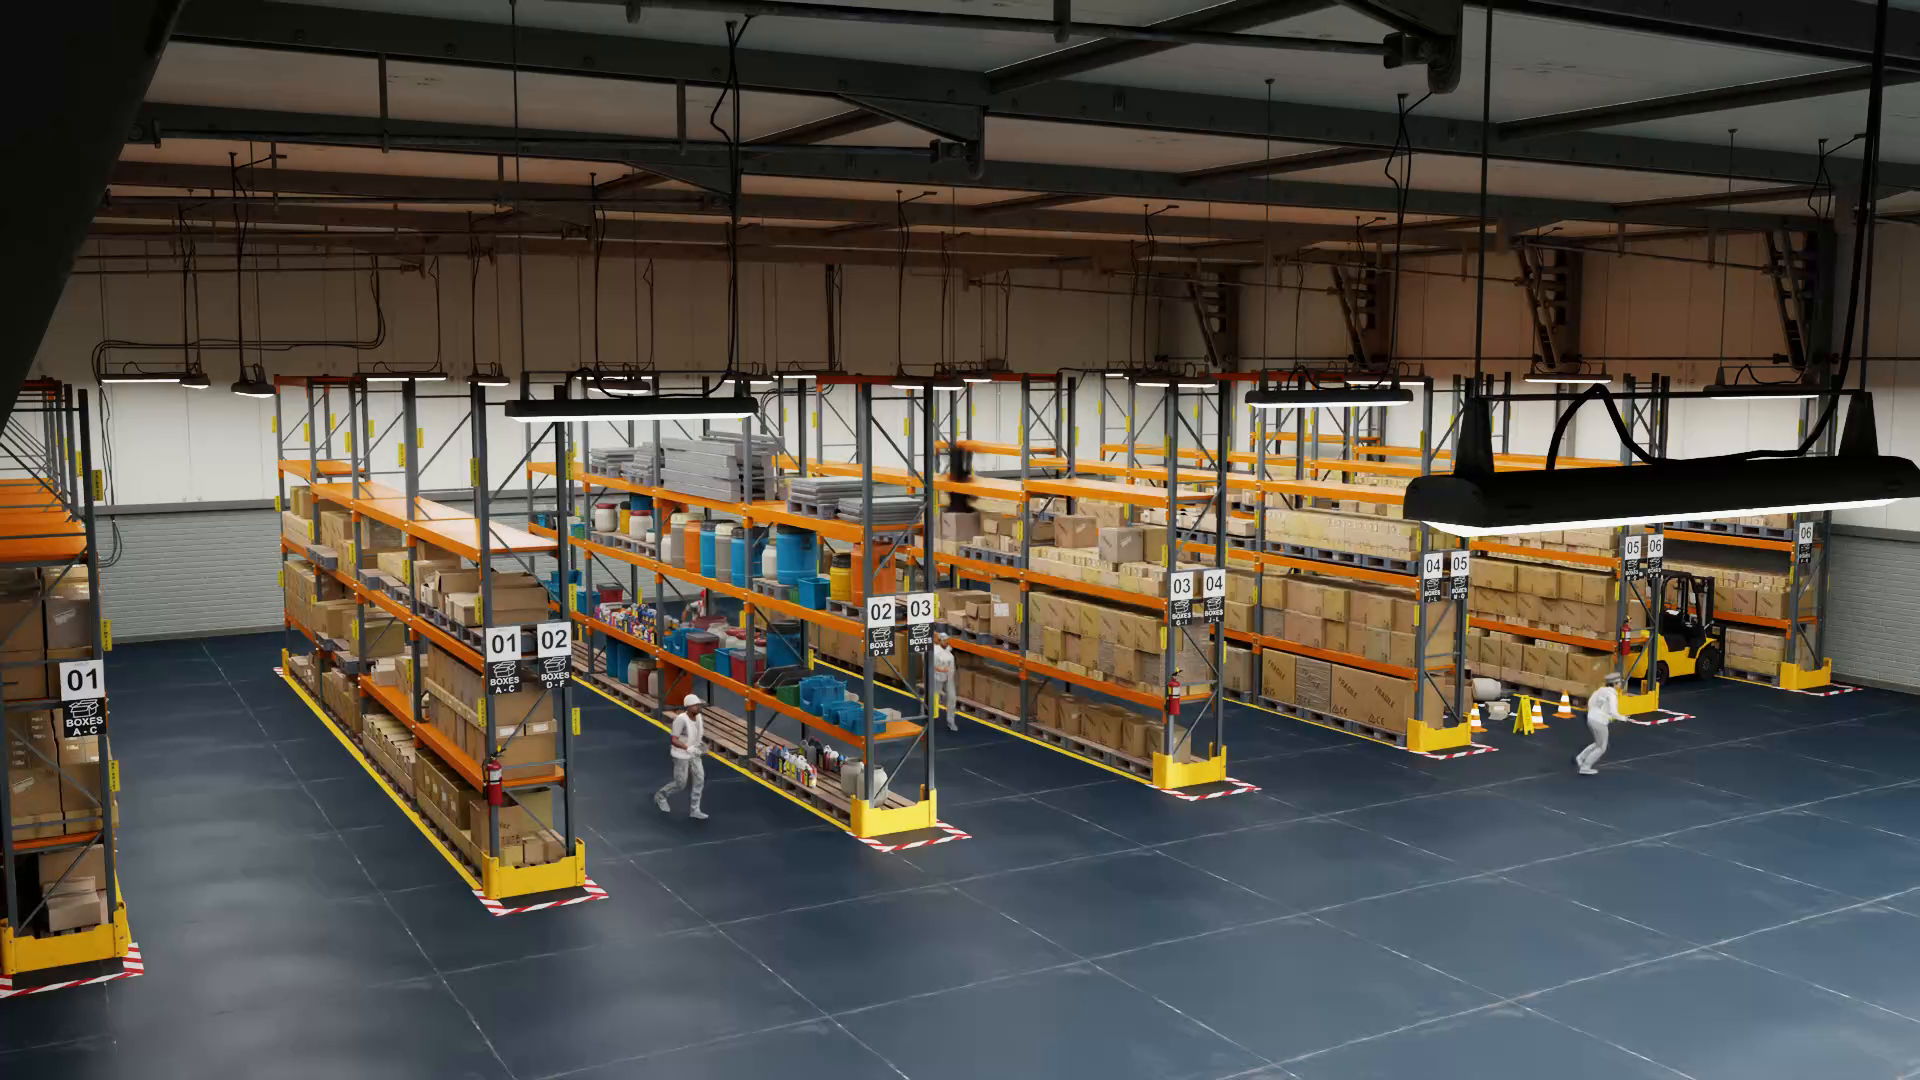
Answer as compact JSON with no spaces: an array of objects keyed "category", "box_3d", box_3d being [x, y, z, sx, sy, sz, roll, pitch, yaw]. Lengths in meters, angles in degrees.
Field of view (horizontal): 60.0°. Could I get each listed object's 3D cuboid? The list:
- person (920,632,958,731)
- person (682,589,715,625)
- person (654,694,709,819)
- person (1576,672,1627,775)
[{"category":"person","box_3d":[-0.345,2.389,28.532,0.580,1.666,0.932,-4,7,-33]},{"category":"person","box_3d":[-5.228,1.828,33.536,0.744,1.709,0.656,6,8,42]},{"category":"person","box_3d":[-3.840,2.963,22.918,0.878,1.738,0.687,4,7,30]},{"category":"person","box_3d":[9.783,2.784,25.302,0.720,1.573,0.590,0,6,0]}]
